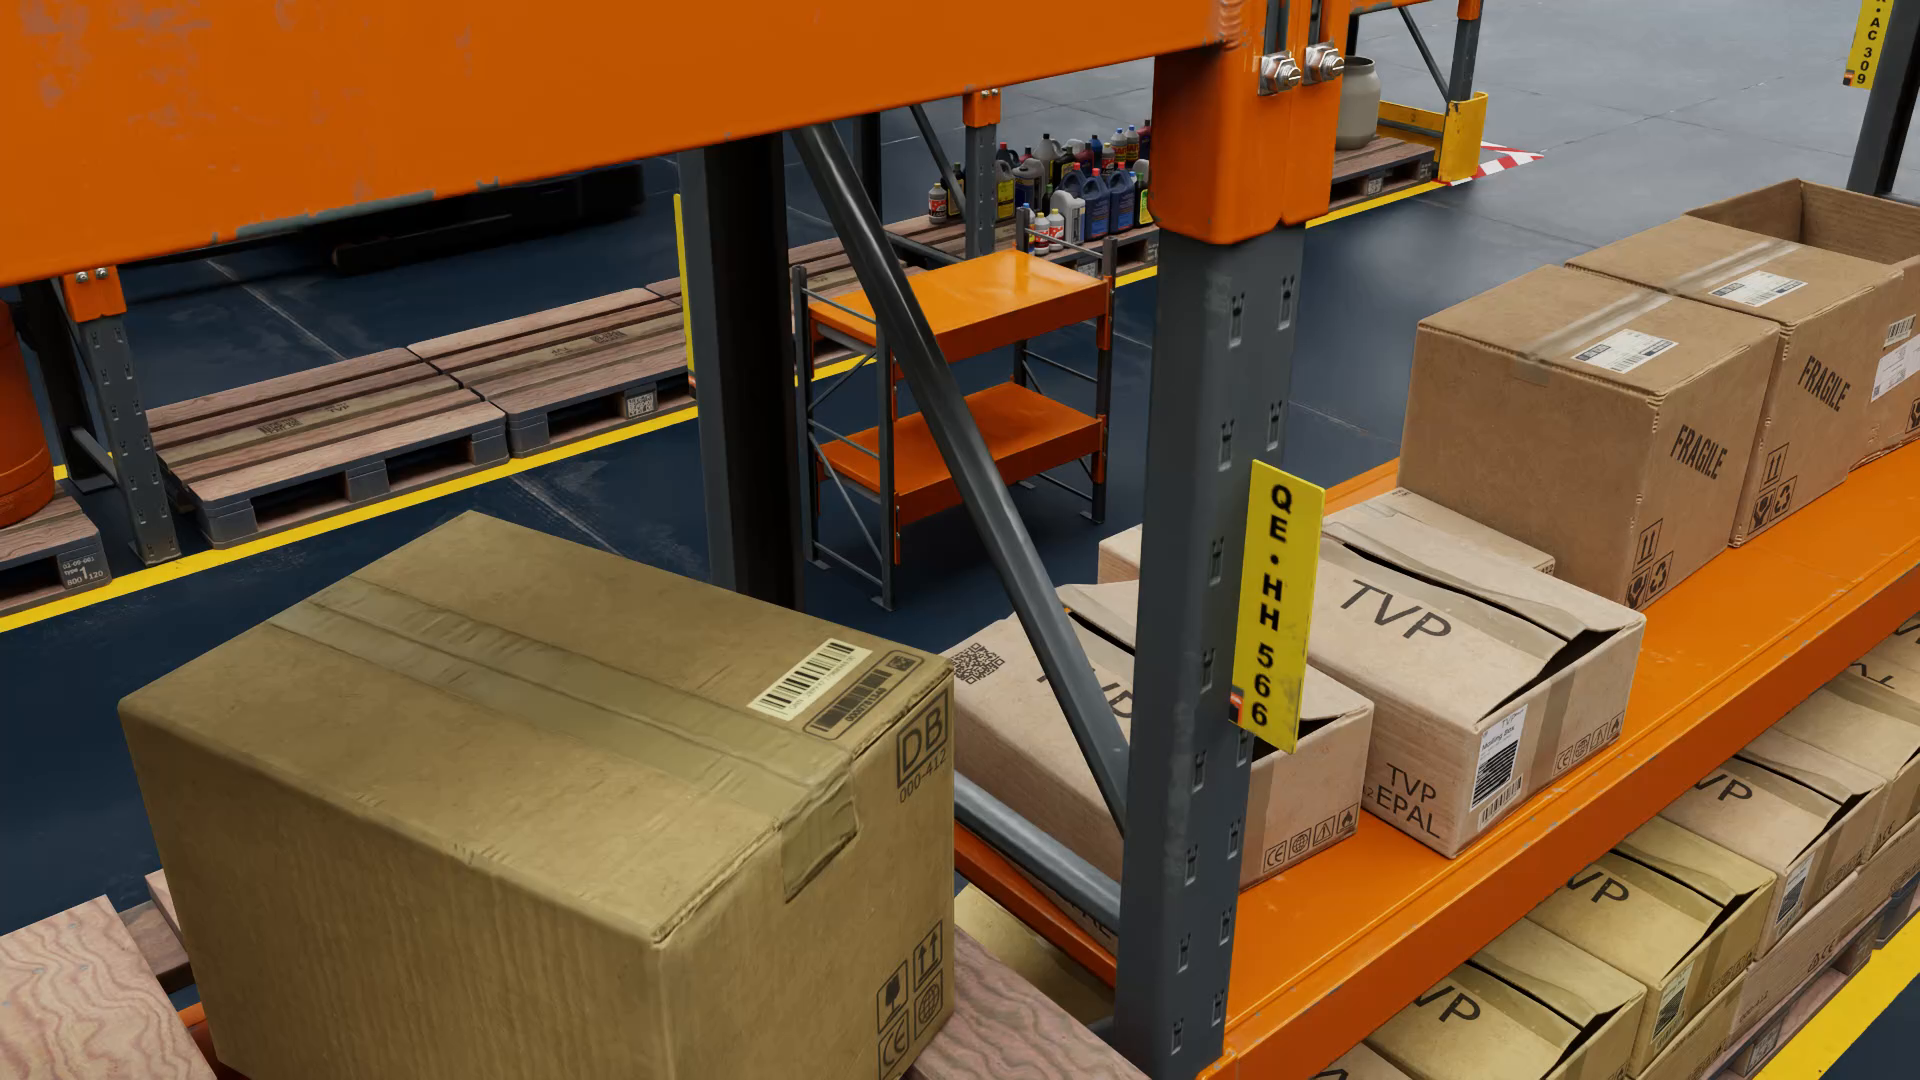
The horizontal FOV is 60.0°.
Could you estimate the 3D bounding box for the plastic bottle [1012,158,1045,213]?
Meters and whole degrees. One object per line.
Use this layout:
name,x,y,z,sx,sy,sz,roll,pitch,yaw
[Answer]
plastic bottle,0.370,-1.948,9.135,0.135,0.276,0.152,-22,35,-35

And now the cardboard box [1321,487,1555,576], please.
cardboard box,0.908,0.060,3.222,0.250,0.149,0.380,-19,34,-31

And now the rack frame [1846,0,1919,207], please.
rack frame,3.018,-0.864,4.685,0.127,3.000,1.000,-22,35,-35

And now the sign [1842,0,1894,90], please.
sign,2.656,-1.480,4.833,0.005,0.325,0.100,-22,35,-35

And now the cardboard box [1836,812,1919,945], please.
cardboard box,2.116,0.705,4.220,0.500,0.250,0.500,-21,35,-34

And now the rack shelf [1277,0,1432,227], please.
rack shelf,1.496,-1.258,3.002,4.000,0.370,1.077,-22,35,-35

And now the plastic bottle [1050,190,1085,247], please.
plastic bottle,0.561,-1.683,8.640,0.135,0.276,0.152,-20,34,-33

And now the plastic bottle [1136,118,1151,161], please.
plastic bottle,1.083,-2.356,9.890,0.133,0.283,0.061,-21,35,-34

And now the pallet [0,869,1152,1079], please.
pallet,-0.495,0.677,2.005,1.003,0.211,1.213,-22,35,-35

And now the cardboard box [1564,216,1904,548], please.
cardboard box,1.641,-0.365,3.644,0.500,0.500,0.500,-22,35,-35

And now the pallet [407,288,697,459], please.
pallet,-1.695,-0.782,7.490,1.213,0.211,1.003,-22,35,-35

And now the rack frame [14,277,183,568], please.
rack frame,-3.237,-1.418,5.721,0.127,3.000,1.000,-22,35,-35

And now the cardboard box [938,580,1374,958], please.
cardboard box,0.280,0.303,2.595,0.500,0.311,0.500,-19,34,-32

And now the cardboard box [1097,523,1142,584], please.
cardboard box,0.480,0.096,3.154,0.250,0.149,0.380,-22,35,-35

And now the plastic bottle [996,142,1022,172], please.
plastic bottle,0.255,-2.026,9.203,0.185,0.351,0.144,-24,36,-37

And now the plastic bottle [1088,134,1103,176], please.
plastic bottle,0.776,-2.216,9.641,0.097,0.271,0.097,0,28,0

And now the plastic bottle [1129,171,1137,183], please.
plastic bottle,0.920,-1.847,8.951,0.097,0.271,0.097,0,28,0

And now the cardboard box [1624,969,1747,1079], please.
cardboard box,1.337,1.017,3.637,0.500,0.250,0.500,-23,36,-36

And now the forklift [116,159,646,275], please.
forklift,-3.345,-2.996,8.747,3.031,2.935,1.130,-20,34,-32

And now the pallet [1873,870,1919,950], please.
pallet,2.483,0.605,4.894,1.213,0.211,1.003,-22,35,-35

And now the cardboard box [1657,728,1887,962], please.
cardboard box,1.738,0.608,3.806,0.500,0.311,0.500,-22,35,-36

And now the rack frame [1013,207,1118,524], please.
rack frame,0.382,-0.650,6.272,0.032,1.125,0.500,-22,35,-35

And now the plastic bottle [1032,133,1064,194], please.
plastic bottle,0.500,-2.125,9.388,0.185,0.351,0.144,-22,35,-35

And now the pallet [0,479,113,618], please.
pallet,-3.810,0.068,5.899,1.213,0.211,1.003,-22,35,-35

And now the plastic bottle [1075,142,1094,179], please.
plastic bottle,0.696,-2.106,9.423,0.133,0.283,0.061,-22,35,-35

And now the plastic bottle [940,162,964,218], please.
plastic bottle,-0.042,-1.903,9.044,0.133,0.283,0.061,-20,34,-33

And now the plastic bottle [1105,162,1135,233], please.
plastic bottle,0.833,-1.823,8.823,0.185,0.351,0.144,-24,36,-37

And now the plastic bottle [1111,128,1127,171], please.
plastic bottle,0.930,-2.277,9.757,0.097,0.271,0.097,0,28,0

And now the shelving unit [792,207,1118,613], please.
shelving unit,-0.005,-0.494,5.981,1.048,1.125,0.538,-22,35,-35

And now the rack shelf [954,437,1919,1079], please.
rack shelf,1.496,0.065,3.709,4.000,0.370,1.077,-22,35,-35

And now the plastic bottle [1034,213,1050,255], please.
plastic bottle,0.410,-1.573,8.513,0.097,0.201,0.097,0,28,0

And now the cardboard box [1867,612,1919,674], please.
cardboard box,2.504,0.304,4.375,0.500,0.311,0.500,-21,34,-34

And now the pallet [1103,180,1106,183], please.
pallet,1.272,-1.977,9.726,1.213,0.211,1.003,-22,35,-35

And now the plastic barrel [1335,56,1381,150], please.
plastic barrel,2.398,-2.724,10.359,0.421,0.512,0.421,0,28,0

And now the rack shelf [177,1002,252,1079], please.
rack shelf,-1.547,1.289,1.420,4.000,0.370,1.077,-22,35,-35

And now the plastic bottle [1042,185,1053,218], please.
plastic bottle,0.491,-1.725,8.710,0.133,0.283,0.061,-22,35,-35

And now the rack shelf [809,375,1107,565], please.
rack shelf,-0.005,-0.278,6.096,1.000,0.278,0.538,-22,35,-35

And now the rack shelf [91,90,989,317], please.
rack shelf,-1.716,-1.712,7.035,4.000,0.370,1.077,-22,35,-35

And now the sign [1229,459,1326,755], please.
sign,0.334,0.075,1.782,0.005,0.325,0.100,-22,35,-35

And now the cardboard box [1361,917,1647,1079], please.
cardboard box,0.958,0.921,3.221,0.500,0.311,0.500,-23,36,-36
